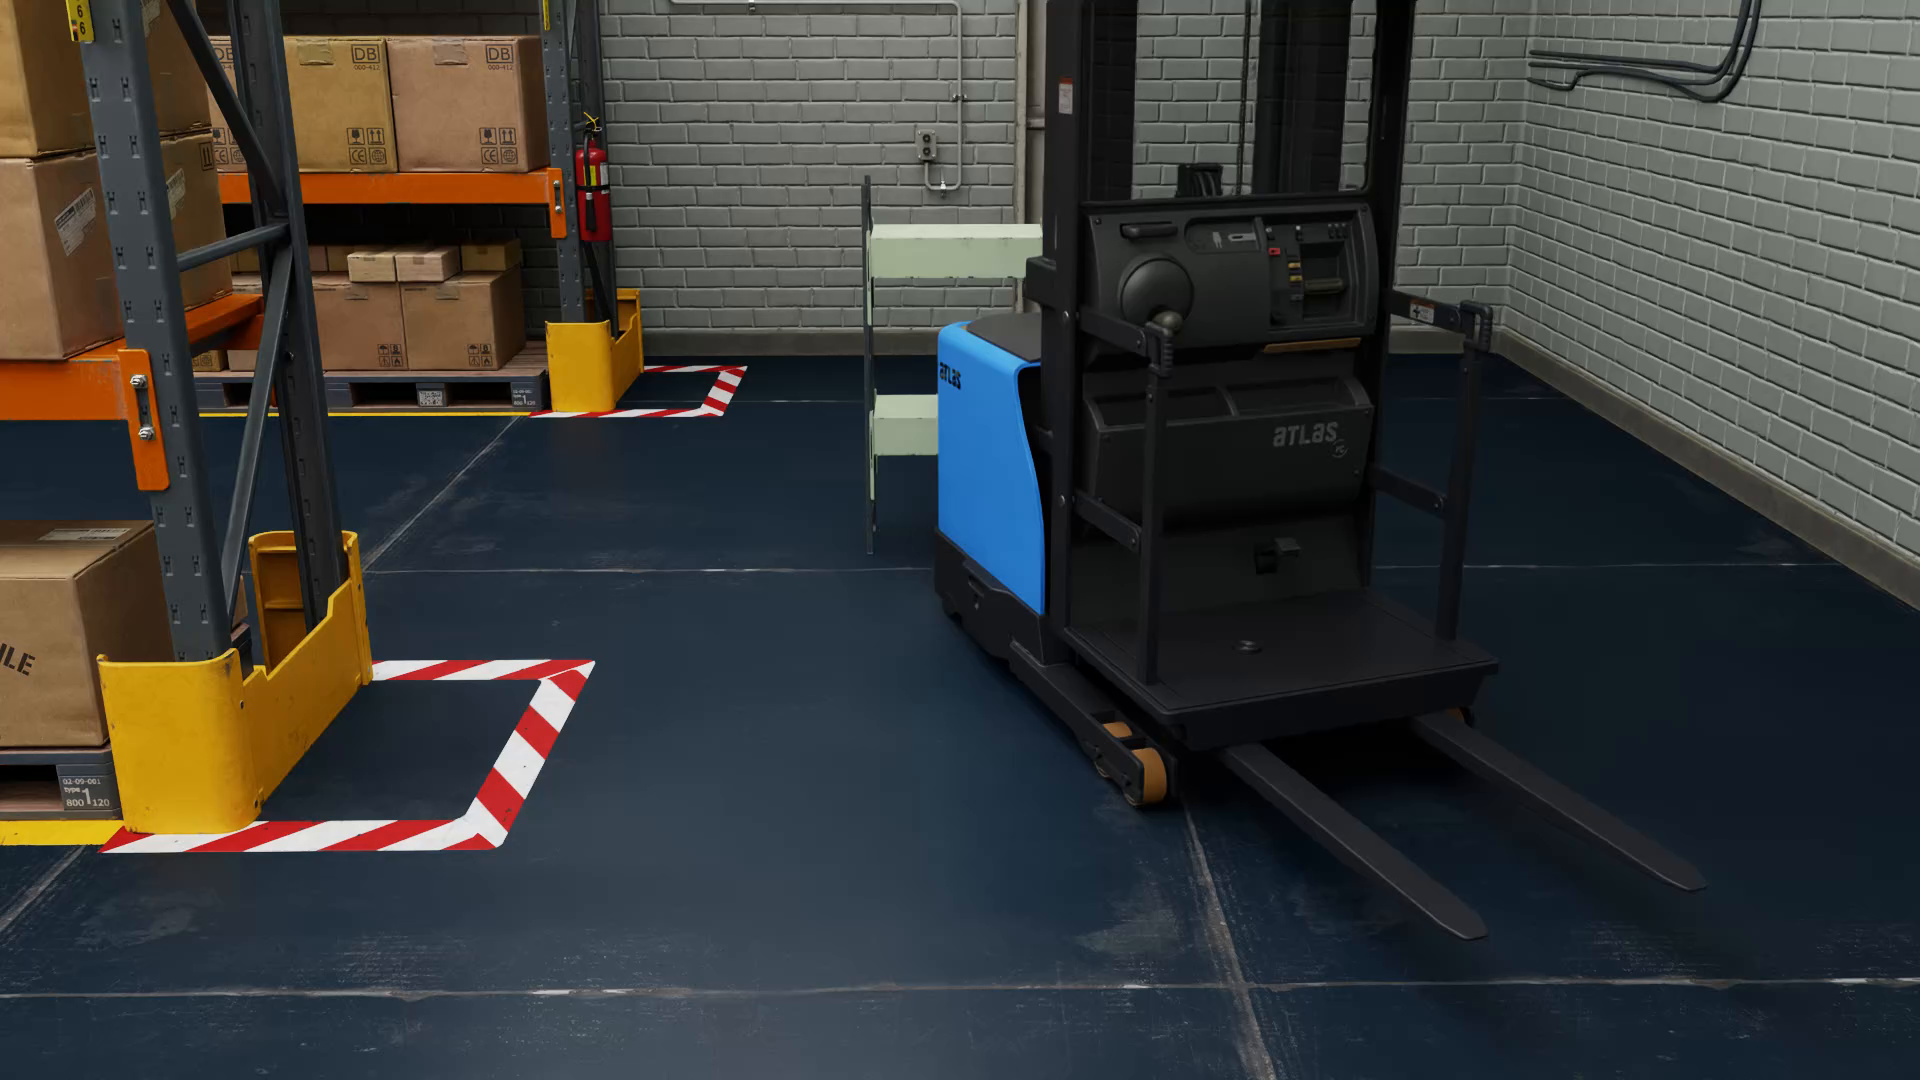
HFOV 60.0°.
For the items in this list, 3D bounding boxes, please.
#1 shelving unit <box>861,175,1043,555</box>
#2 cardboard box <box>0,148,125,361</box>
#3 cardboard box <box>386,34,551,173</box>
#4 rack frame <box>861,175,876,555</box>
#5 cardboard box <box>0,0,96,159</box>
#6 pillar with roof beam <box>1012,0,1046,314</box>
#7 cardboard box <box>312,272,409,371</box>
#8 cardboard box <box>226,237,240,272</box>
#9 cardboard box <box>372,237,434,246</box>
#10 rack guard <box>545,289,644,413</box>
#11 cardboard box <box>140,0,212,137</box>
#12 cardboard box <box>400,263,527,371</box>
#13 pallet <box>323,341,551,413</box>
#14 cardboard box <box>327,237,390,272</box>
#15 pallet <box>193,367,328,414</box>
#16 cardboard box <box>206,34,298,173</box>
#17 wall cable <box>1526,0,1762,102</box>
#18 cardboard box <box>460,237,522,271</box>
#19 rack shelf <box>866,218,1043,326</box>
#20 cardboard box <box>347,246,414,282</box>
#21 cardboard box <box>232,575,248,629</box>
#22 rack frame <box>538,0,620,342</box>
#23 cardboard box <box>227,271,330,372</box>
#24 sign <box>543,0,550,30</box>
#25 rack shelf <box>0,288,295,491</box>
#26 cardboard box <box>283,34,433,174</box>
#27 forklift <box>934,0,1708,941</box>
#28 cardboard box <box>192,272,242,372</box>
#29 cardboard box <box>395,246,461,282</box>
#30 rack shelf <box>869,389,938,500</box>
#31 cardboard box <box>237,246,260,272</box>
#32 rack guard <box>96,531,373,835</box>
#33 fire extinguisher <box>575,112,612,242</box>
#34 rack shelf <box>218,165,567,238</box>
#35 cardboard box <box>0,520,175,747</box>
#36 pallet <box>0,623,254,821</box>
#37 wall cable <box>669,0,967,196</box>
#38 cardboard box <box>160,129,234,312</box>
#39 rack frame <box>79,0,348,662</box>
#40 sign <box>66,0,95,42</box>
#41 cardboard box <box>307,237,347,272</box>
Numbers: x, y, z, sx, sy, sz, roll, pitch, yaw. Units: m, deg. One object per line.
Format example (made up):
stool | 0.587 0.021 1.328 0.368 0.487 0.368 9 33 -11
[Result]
shelving unit | -0.007 -0.714 6.818 0.755 1.500 0.431 0 18 -1
cardboard box | -2.508 -0.766 4.361 0.500 0.500 0.500 0 18 1
cardboard box | -2.656 -2.454 9.295 0.700 0.700 0.980 1 18 2
rack frame | -0.373 -0.712 6.813 0.023 1.500 0.400 0 18 -1
cardboard box | -2.505 -1.241 4.206 0.500 0.500 0.500 0 18 -1
pillar with roof beam | 0.608 -4.136 5.207 0.400 9.000 9.100 0 18 -1
cardboard box | -3.345 -1.290 9.563 0.500 0.500 0.700 0 18 -1
cardboard box | -4.243 -1.655 9.639 0.250 0.149 0.380 -1 18 -2
cardboard box | -3.229 -1.660 9.655 0.250 0.149 0.380 0 18 -1
rack guard | -2.122 -1.126 9.741 0.348 0.500 1.175 0 18 -1
cardboard box | -2.512 -1.406 4.718 0.500 0.500 0.500 0 18 1
cardboard box | -2.844 -1.292 9.570 0.500 0.500 0.700 0 18 -1
pallet | -2.944 -0.961 9.698 1.213 0.211 1.003 0 18 -1
cardboard box | -3.479 -1.659 9.652 0.250 0.149 0.380 0 18 0
pallet | -4.161 -0.956 9.682 1.213 0.211 1.003 0 18 -1
cardboard box | -4.146 -2.446 9.271 0.700 0.700 0.980 -1 18 -4
wall cable | 3.515 -3.613 8.661 0.112 2.526 3.097 0 18 -1
cardboard box | -2.723 -1.663 9.664 0.250 0.149 0.380 0 18 0
rack shelf | -0.007 -1.086 6.699 0.720 0.370 0.431 0 18 -1
cardboard box | -3.226 -1.543 9.291 0.250 0.149 0.380 0 18 1
cardboard box | -2.488 0.241 5.331 0.250 0.149 0.380 0 18 -1
rack frame | -2.146 -2.317 9.358 0.127 3.000 1.000 0 18 -1
cardboard box | -3.848 -1.287 9.555 0.500 0.500 0.700 -1 18 -3
sign | -2.151 -2.815 8.629 0.005 0.325 0.100 0 18 -1
rack shelf | -4.064 -0.451 4.722 4.000 0.370 1.077 0 18 -1
cardboard box | -3.383 -2.447 9.274 0.700 0.700 0.980 0 18 -1
forklift | 0.890 -0.784 4.694 1.130 2.935 3.031 -6 19 -19
cardboard box | -4.381 -1.282 9.540 0.500 0.500 0.700 0 18 0
cardboard box | -2.970 -1.545 9.296 0.250 0.149 0.380 0 18 -2
rack shelf | -0.007 -0.404 6.918 0.720 0.370 0.431 0 18 -1
cardboard box | -3.990 -1.656 9.643 0.250 0.149 0.380 0 18 0
rack guard | -2.140 0.387 5.023 0.348 0.500 1.175 0 18 -1
fire extinguisher | -1.988 -1.962 8.990 0.183 0.674 0.296 0 18 -1
rack shelf | -4.146 -1.964 9.438 4.000 0.370 1.077 0 18 -1
cardboard box | -2.604 0.255 4.714 0.500 0.500 0.500 0 18 -1
pallet | -2.937 0.529 5.054 1.213 0.211 1.003 0 18 -1
wall cable | -0.881 -3.095 10.123 1.851 1.984 0.084 0 18 -1
cardboard box | -2.512 -0.930 4.871 0.500 0.500 0.500 0 18 0
rack frame | -2.064 -0.804 4.642 0.127 3.000 1.000 0 18 -1
sign | -2.075 -1.336 3.888 0.005 0.325 0.100 0 18 -1
cardboard box | -3.734 -1.658 9.647 0.250 0.149 0.380 0 18 0
